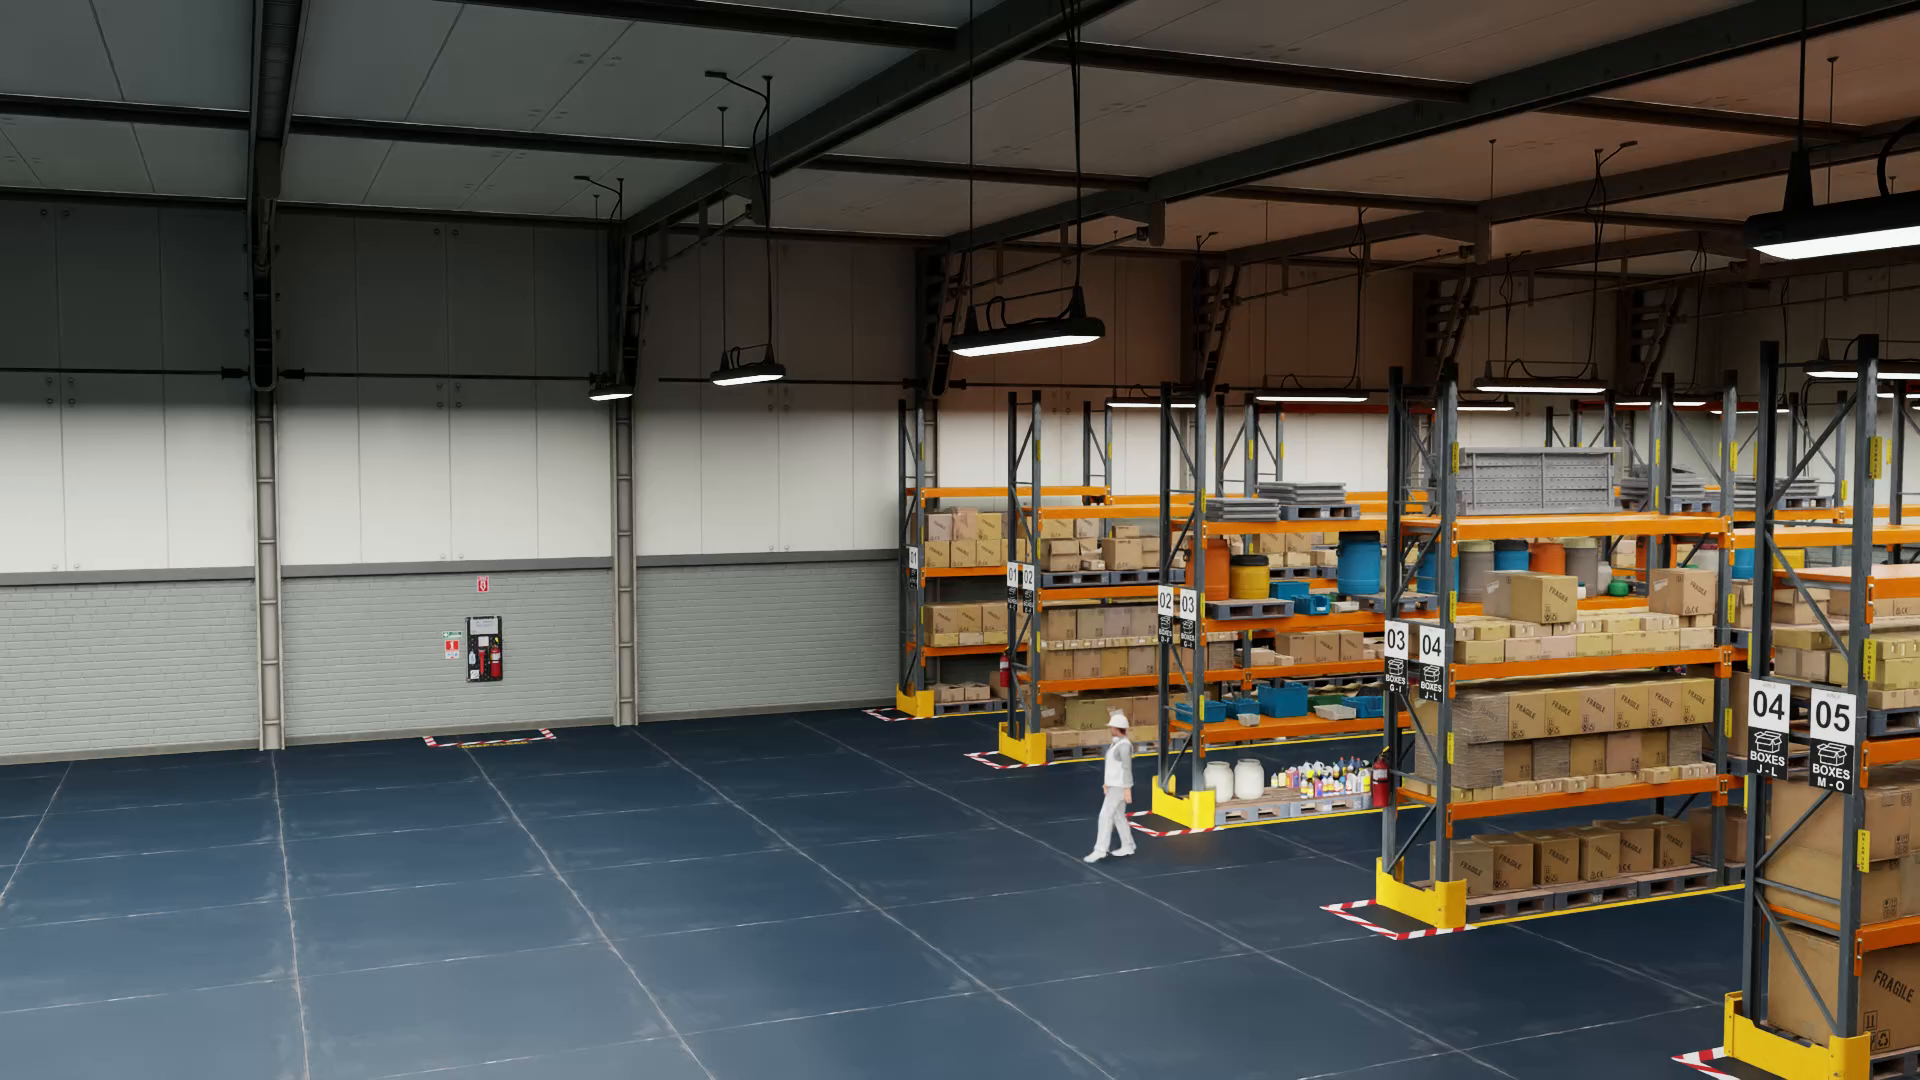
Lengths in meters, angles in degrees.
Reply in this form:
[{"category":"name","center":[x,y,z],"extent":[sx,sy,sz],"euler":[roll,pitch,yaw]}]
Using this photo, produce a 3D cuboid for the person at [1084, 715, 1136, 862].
[{"category":"person","center":[1.874,3.065,20.729],"extent":[0.662,1.771,0.638],"euler":[0,3,3]}]
